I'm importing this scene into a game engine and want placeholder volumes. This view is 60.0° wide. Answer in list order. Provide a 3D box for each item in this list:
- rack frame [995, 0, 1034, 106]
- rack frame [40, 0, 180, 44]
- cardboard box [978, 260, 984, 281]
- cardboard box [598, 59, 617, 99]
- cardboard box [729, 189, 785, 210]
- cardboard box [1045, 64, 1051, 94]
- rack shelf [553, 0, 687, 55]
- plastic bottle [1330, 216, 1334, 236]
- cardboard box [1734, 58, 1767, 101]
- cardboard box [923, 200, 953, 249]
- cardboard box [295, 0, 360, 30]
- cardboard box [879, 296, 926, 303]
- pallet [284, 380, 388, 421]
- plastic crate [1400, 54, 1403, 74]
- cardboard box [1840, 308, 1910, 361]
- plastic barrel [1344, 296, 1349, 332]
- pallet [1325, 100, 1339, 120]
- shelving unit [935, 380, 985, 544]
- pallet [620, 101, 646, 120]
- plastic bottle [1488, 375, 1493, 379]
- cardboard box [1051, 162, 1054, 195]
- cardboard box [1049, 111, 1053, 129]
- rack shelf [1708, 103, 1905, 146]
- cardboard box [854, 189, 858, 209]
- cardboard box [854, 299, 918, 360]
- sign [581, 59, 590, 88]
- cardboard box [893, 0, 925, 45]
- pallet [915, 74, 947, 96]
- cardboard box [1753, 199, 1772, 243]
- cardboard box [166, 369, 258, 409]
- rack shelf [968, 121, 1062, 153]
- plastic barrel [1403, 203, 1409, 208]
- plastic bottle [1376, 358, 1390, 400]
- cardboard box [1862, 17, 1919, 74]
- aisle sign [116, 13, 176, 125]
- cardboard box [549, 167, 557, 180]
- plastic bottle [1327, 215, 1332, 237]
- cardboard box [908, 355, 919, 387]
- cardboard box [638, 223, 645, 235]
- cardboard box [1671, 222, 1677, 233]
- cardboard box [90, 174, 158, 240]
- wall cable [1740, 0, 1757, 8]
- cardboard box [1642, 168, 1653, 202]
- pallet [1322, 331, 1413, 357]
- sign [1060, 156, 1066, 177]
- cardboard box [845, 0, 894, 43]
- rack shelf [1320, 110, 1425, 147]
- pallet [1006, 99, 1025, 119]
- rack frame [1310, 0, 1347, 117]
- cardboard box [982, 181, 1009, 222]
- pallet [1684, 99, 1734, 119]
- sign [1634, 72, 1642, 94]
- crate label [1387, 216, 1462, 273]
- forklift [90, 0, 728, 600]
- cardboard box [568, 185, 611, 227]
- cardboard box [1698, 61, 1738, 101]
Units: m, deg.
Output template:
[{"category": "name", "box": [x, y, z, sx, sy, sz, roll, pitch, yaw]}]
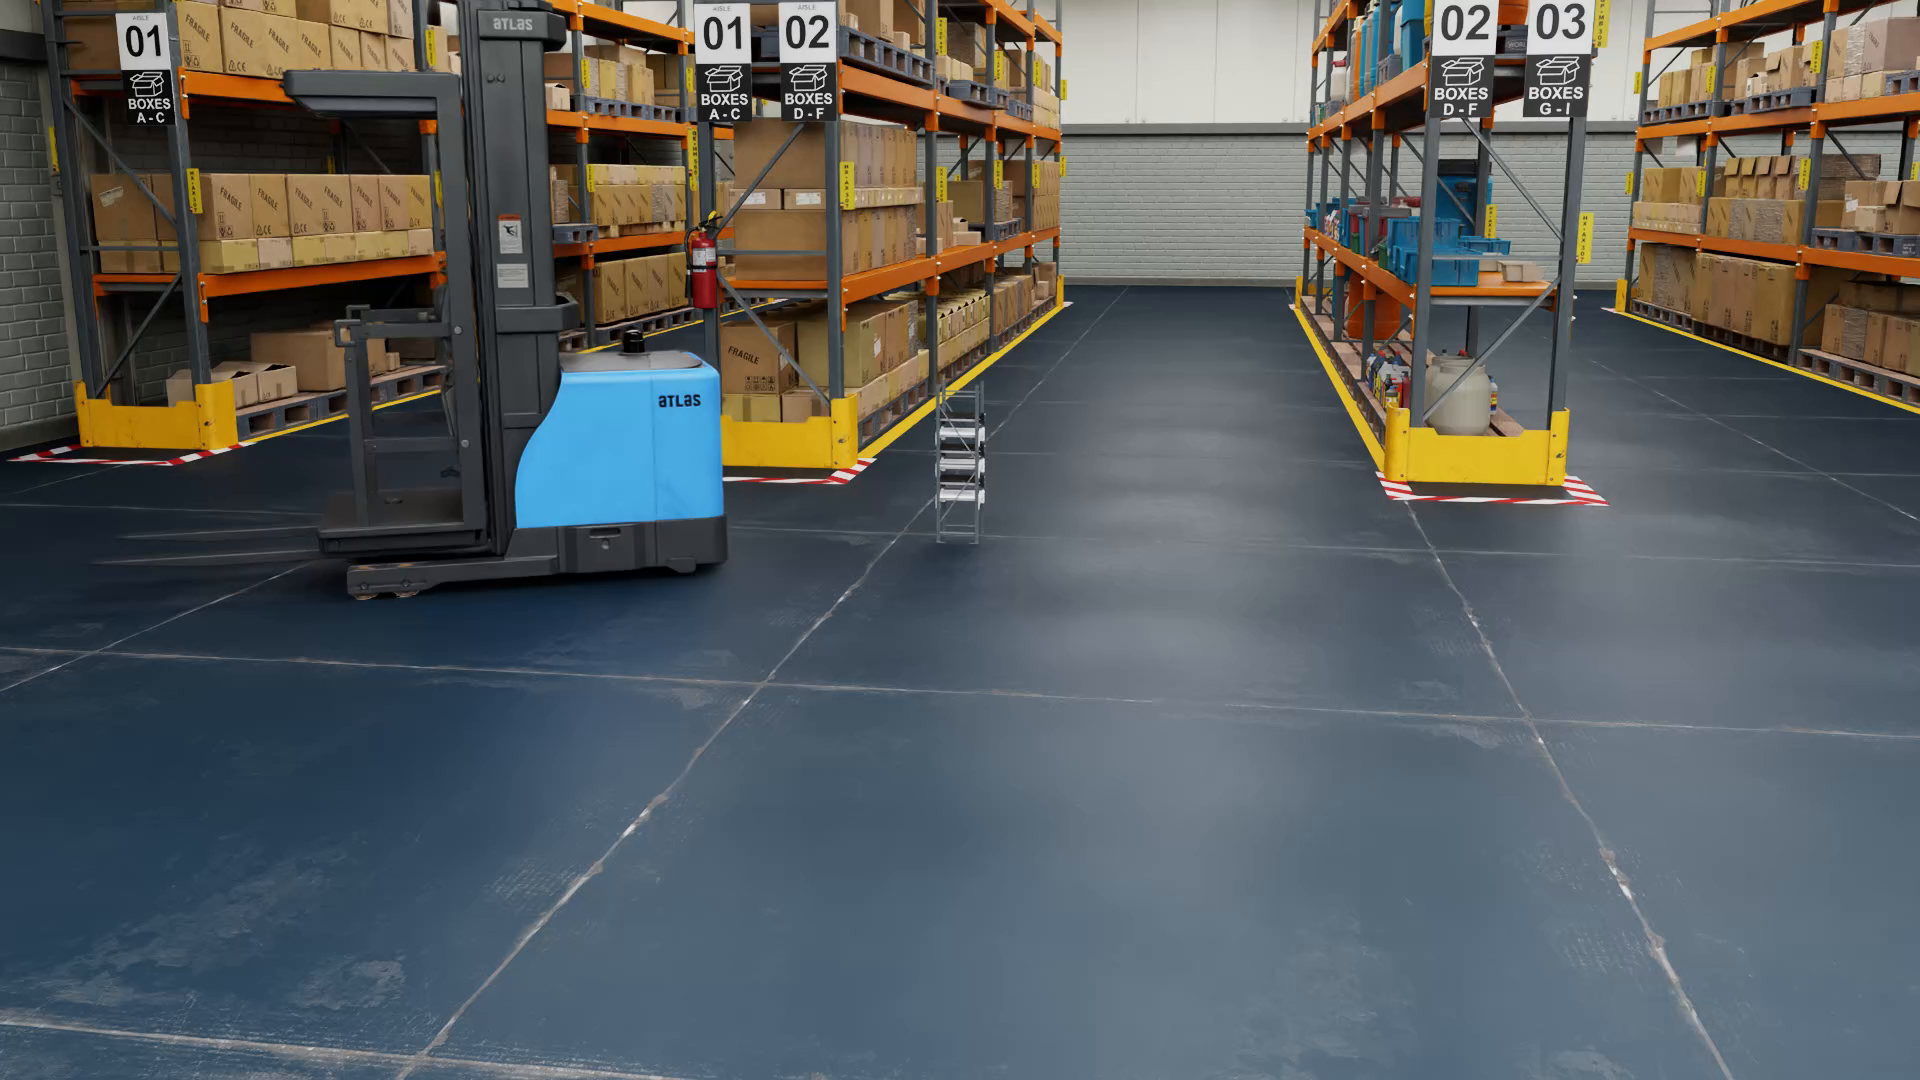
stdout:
[{"category": "rack frame", "box": [0.510, -7.461, 22.752, 1.000, 3.000, 0.127, 2, 12, 9]}, {"category": "rack frame", "box": [-6.231, -5.122, 11.902, 1.000, 3.000, 0.127, 2, 12, 9]}, {"category": "cardboard box", "box": [0.041, -3.587, 22.126, 0.500, 0.250, 0.500, 2, 12, 9]}, {"category": "cardboard box", "box": [-4.855, -5.915, 21.418, 0.700, 0.500, 0.500, 3, 12, 12]}, {"category": "cardboard box", "box": [-1.465, -2.482, 12.112, 0.380, 0.149, 0.250, 2, 12, 8]}, {"category": "cardboard box", "box": [1.063, -7.257, 26.317, 0.700, 0.500, 0.500, 2, 12, 9]}, {"category": "rack shelf", "box": [-4.693, -6.657, 21.679, 1.077, 0.370, 4.000, 2, 12, 9]}, {"category": "plastic bottle", "box": [4.733, -3.956, 21.033, 0.097, 0.271, 0.097, 0, 12, 0]}, {"category": "cardboard box", "box": [10.219, -5.806, 20.959, 0.700, 0.500, 0.500, 2, 12, 10]}, {"category": "cardboard box", "box": [-0.347, -3.394, 17.887, 0.500, 0.500, 0.500, 1, 12, 6]}, {"category": "cardboard box", "box": [-5.568, -4.700, 14.402, 0.500, 0.500, 0.500, 1, 12, 7]}, {"category": "cardboard box", "box": [-0.629, -2.515, 18.244, 0.500, 0.311, 0.500, 2, 12, 7]}, {"category": "pallet", "box": [-5.869, -1.264, 14.856, 1.003, 0.211, 1.213, 2, 12, 9]}, {"category": "plastic crate", "box": [3.662, -3.745, 13.132, 0.336, 0.188, 0.450, 2, 12, 9]}, {"category": "cardboard box", "box": [9.527, -2.111, 17.057, 0.700, 0.500, 0.500, 1, 12, 4]}, {"category": "plastic barrel", "box": [4.846, -2.746, 20.024, 0.421, 0.512, 0.421, 0, 12, 0]}, {"category": "pallet", "box": [5.380, -5.574, 21.568, 1.213, 0.211, 1.003, 2, 12, 9]}, {"category": "shelving unit", "box": [0.001, -0.442, 9.406, 0.258, 0.900, 0.210, 2, 12, 9]}, {"category": "pallet", "box": [-4.785, -5.598, 21.676, 1.003, 0.211, 1.213, 2, 12, 11]}, {"category": "plastic bottle", "box": [4.198, -1.170, 13.205, 0.061, 0.283, 0.133, 2, 12, 10]}, {"category": "cardboard box", "box": [1.177, -5.584, 25.671, 0.500, 0.500, 0.500, 2, 12, 10]}, {"category": "cardboard box", "box": [1.155, -6.430, 25.446, 0.500, 0.250, 0.500, 2, 12, 9]}, {"category": "rack shelf", "box": [9.991, -4.905, 19.719, 1.077, 0.370, 4.000, 2, 12, 9]}, {"category": "cardboard box", "box": [-0.985, -2.578, 12.557, 0.380, 0.149, 0.250, 2, 12, 9]}, {"category": "cardboard box", "box": [-0.664, -1.883, 14.861, 0.500, 0.500, 0.500, 2, 12, 9]}, {"category": "sign", "box": [-4.464, -5.556, 19.808, 0.100, 0.325, 0.005, 2, 12, 9]}, {"category": "cardboard box", "box": [-0.586, -4.955, 15.823, 0.500, 0.500, 0.500, 2, 12, 9]}, {"category": "pallet", "box": [-0.597, -4.420, 16.215, 0.805, 0.209, 1.217, 1, 12, 6]}, {"category": "cardboard box", "box": [9.673, -3.745, 19.514, 0.500, 0.500, 0.500, 1, 12, 7]}, {"category": "cardboard box", "box": [-6.035, -1.232, 13.426, 0.500, 0.311, 0.500, 0, 12, 2]}, {"category": "rack shelf", "box": [0.818, -6.059, 25.076, 1.077, 0.370, 4.000, 2, 12, 9]}, {"category": "plastic barrel", "box": [4.777, -3.280, 17.328, 0.421, 0.512, 0.421, 0, 12, 0]}, {"category": "plastic bottle", "box": [3.545, -1.339, 13.831, 0.144, 0.351, 0.185, 2, 12, 8]}, {"category": "cardboard box", "box": [9.204, -4.833, 16.257, 0.500, 0.500, 0.500, 2, 12, 7]}, {"category": "aisle sign", "box": [-5.945, -3.436, 12.146, 0.394, 0.787, 0.004, 2, 12, 9]}, {"category": "cardboard box", "box": [-5.024, -4.363, 19.799, 0.380, 0.149, 0.250, 0, 12, 1]}, {"category": "plastic bottle", "box": [4.790, -4.062, 21.500, 0.061, 0.283, 0.133, 2, 12, 9]}, {"category": "cardboard box", "box": [-0.662, -1.516, 14.940, 0.500, 0.250, 0.500, 2, 12, 9]}, {"category": "cardboard box", "box": [-4.448, -4.177, 22.305, 0.380, 0.149, 0.250, 2, 12, 10]}, {"category": "cardboard box", "box": [10.179, -4.372, 23.256, 0.380, 0.149, 0.250, 2, 12, 10]}, {"category": "cardboard box", "box": [-6.368, -2.598, 12.956, 0.500, 0.500, 0.500, 2, 12, 8]}, {"category": "wall cable", "box": [15.189, -10.610, 29.728, 2.277, 5.999, 0.120, 2, 12, 9]}, {"category": "cardboard box", "box": [10.496, -5.282, 24.754, 0.500, 0.500, 0.500, 2, 12, 7]}, {"category": "pallet", "box": [4.869, -2.336, 19.834, 1.003, 0.211, 1.213, 2, 12, 9]}, {"category": "sign", "box": [1.671, -6.059, 26.990, 0.100, 0.325, 0.005, 2, 12, 9]}, {"category": "cardboard box", "box": [-0.810, -4.156, 12.971, 0.500, 0.500, 0.500, 2, 12, 9]}, {"category": "rack shelf", "box": [5.096, -5.065, 20.464, 1.077, 0.370, 4.000, 2, 12, 9]}, {"category": "pallet", "box": [0.184, -5.553, 21.466, 1.213, 0.211, 1.003, 2, 12, 9]}, {"category": "rack frame", "box": [6.019, -8.132, 25.868, 1.000, 3.000, 0.127, 2, 12, 9]}, {"category": "cardboard box", "box": [0.210, -4.268, 20.946, 0.700, 0.500, 0.500, 4, 13, 19]}, {"category": "pallet", "box": [10.434, -5.799, 22.373, 1.003, 0.211, 1.213, 2, 12, 9]}, {"category": "sign", "box": [10.366, -6.991, 25.428, 0.100, 0.325, 0.005, 2, 12, 9]}, {"category": "crate label", "box": [3.574, -2.278, 12.860, 0.502, 0.435, 0.616, 2, 12, 9]}, {"category": "forklift", "box": [-2.790, -1.262, 8.393, 3.031, 2.935, 1.130, -4, 13, -16]}, {"category": "cardboard box", "box": [-4.673, -4.152, 20.648, 0.500, 0.500, 0.500, 2, 12, 10]}, {"category": "cardboard box", "box": [10.359, -6.141, 22.275, 0.700, 0.500, 0.500, 1, 12, 5]}]
